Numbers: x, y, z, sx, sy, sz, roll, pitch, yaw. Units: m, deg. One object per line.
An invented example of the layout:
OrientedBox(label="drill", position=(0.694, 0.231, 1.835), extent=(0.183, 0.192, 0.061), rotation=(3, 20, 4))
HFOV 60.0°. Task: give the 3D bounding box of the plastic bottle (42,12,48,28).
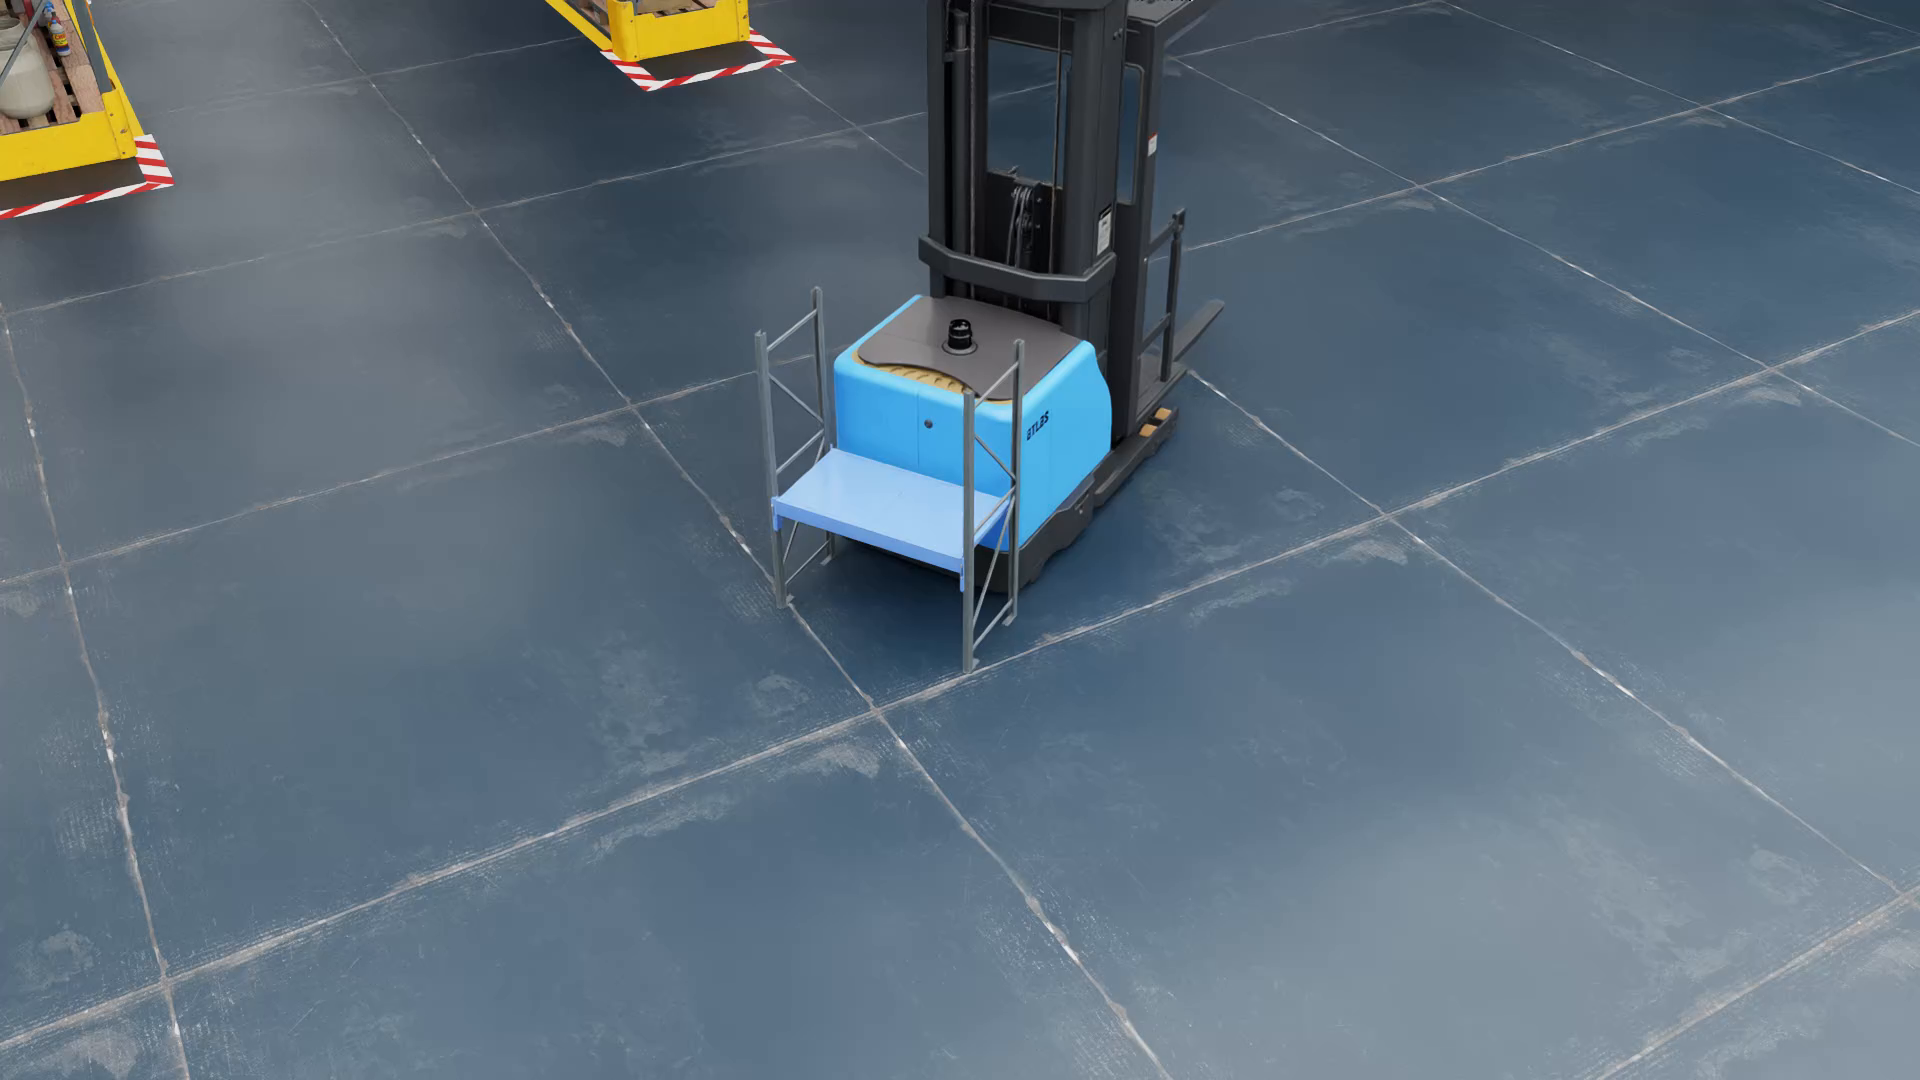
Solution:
OrientedBox(label="plastic bottle", position=(-7.652, -4.413, 13.976), extent=(0.097, 0.201, 0.097), rotation=(0, 36, 0))

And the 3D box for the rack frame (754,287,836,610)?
OrientedBox(label="rack frame", position=(-0.754, -0.402, 7.756), extent=(0.032, 1.500, 0.500), rotation=(17, 40, 22))

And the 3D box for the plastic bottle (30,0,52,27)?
OrientedBox(label="plastic bottle", position=(-7.735, -4.495, 14.025), extent=(0.152, 0.276, 0.135), rotation=(-18, 40, -23))

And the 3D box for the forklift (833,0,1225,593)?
OrientedBox(label="forklift", position=(0.558, -1.775, 8.422), extent=(1.130, 2.935, 3.031), rotation=(19, 40, 24))

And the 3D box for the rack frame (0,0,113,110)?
OrientedBox(label="rack frame", position=(-6.635, -3.967, 11.366), extent=(1.000, 3.000, 0.127), rotation=(-19, 40, -24))

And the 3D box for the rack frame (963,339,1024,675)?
OrientedBox(label="rack frame", position=(0.144, -0.120, 7.370), extent=(0.032, 1.500, 0.500), rotation=(17, 40, 22))

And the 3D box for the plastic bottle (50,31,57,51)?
OrientedBox(label="plastic bottle", position=(-7.329, -4.085, 13.526), extent=(0.097, 0.201, 0.097), rotation=(0, 36, 0))

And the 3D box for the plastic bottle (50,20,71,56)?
OrientedBox(label="plastic bottle", position=(-7.277, -4.060, 13.433), extent=(0.097, 0.271, 0.097), rotation=(0, 36, 0))

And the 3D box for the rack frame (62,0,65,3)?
OrientedBox(label="rack frame", position=(-8.645, -6.007, 14.159), extent=(1.000, 3.000, 0.127), rotation=(-19, 40, -24))

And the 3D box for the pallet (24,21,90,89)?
OrientedBox(label="pallet", position=(-7.726, -3.903, 13.643), extent=(1.003, 0.211, 1.213), rotation=(-19, 40, -24))

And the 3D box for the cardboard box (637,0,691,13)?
OrientedBox(label="cardboard box", position=(-2.652, -4.919, 14.432), extent=(0.500, 0.500, 0.500), rotation=(-12, 38, -16))

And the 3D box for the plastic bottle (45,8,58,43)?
OrientedBox(label="plastic bottle", position=(-7.449, -4.235, 13.673), extent=(0.097, 0.271, 0.097), rotation=(0, 36, 0))

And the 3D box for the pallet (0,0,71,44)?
OrientedBox(label="pallet", position=(-8.343, -4.526, 14.496), extent=(1.003, 0.211, 1.213), rotation=(-19, 40, -24))

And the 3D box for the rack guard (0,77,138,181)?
OrientedBox(label="rack guard", position=(-6.714, -2.983, 12.137), extent=(1.175, 0.500, 0.348), rotation=(-19, 40, -24))

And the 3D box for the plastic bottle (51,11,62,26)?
OrientedBox(label="plastic bottle", position=(-7.375, -4.186, 13.595), extent=(0.061, 0.283, 0.133), rotation=(-18, 40, -23))

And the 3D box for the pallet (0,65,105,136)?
OrientedBox(label="pallet", position=(-7.118, -3.282, 12.792), extent=(1.003, 0.211, 1.213), rotation=(-19, 40, -24))

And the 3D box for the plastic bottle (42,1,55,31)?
OrientedBox(label="plastic bottle", position=(-7.601, -4.389, 13.884), extent=(0.097, 0.271, 0.097), rotation=(0, 36, 0))

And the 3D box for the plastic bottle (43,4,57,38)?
OrientedBox(label="plastic bottle", position=(-7.499, -4.286, 13.743), extent=(0.097, 0.271, 0.097), rotation=(0, 36, 0))

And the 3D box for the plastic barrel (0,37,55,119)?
OrientedBox(label="plastic barrel", position=(-7.032, -3.445, 12.405), extent=(0.421, 0.512, 0.421), rotation=(0, 36, 0))

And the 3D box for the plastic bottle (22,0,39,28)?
OrientedBox(label="plastic bottle", position=(-7.827, -4.466, 13.979), extent=(0.061, 0.283, 0.133), rotation=(-19, 40, -24))

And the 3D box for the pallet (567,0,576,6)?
OrientedBox(label="pallet", position=(-3.377, -5.394, 15.684), extent=(1.003, 0.211, 1.213), rotation=(-19, 40, -24))

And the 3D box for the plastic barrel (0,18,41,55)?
OrientedBox(label="plastic barrel", position=(-7.284, -3.701, 12.755), extent=(0.421, 0.512, 0.421), rotation=(0, 36, 0))

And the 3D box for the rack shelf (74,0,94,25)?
OrientedBox(label="rack shelf", position=(-7.640, -4.697, 12.975), extent=(1.077, 0.370, 4.000), rotation=(-19, 40, -24))

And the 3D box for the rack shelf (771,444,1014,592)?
OrientedBox(label="rack shelf", position=(-0.305, -0.116, 7.669), extent=(1.000, 0.185, 0.538), rotation=(17, 40, 22))

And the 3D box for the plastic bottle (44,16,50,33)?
OrientedBox(label="plastic bottle", position=(-7.549, -4.308, 13.832), extent=(0.097, 0.201, 0.097), rotation=(0, 36, 0))

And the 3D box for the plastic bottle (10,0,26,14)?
OrientedBox(label="plastic bottle", position=(-8.091, -4.687, 14.288), extent=(0.152, 0.276, 0.135), rotation=(-19, 40, -24))

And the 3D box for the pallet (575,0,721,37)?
OrientedBox(label="pallet", position=(-2.768, -4.772, 14.833), extent=(1.003, 0.211, 1.213), rotation=(-19, 40, -24))

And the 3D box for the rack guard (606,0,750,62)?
OrientedBox(label="rack guard", position=(-2.391, -4.464, 14.166), extent=(1.175, 0.500, 0.348), rotation=(-19, 40, -24))

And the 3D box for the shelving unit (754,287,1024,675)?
OrientedBox(label="shelving unit", position=(-0.305, -0.261, 7.563), extent=(1.048, 1.500, 0.538), rotation=(17, 40, 22))

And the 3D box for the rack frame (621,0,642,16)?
OrientedBox(label="rack frame", position=(-2.353, -5.435, 13.376), extent=(1.000, 3.000, 0.127), rotation=(-19, 40, -24))
